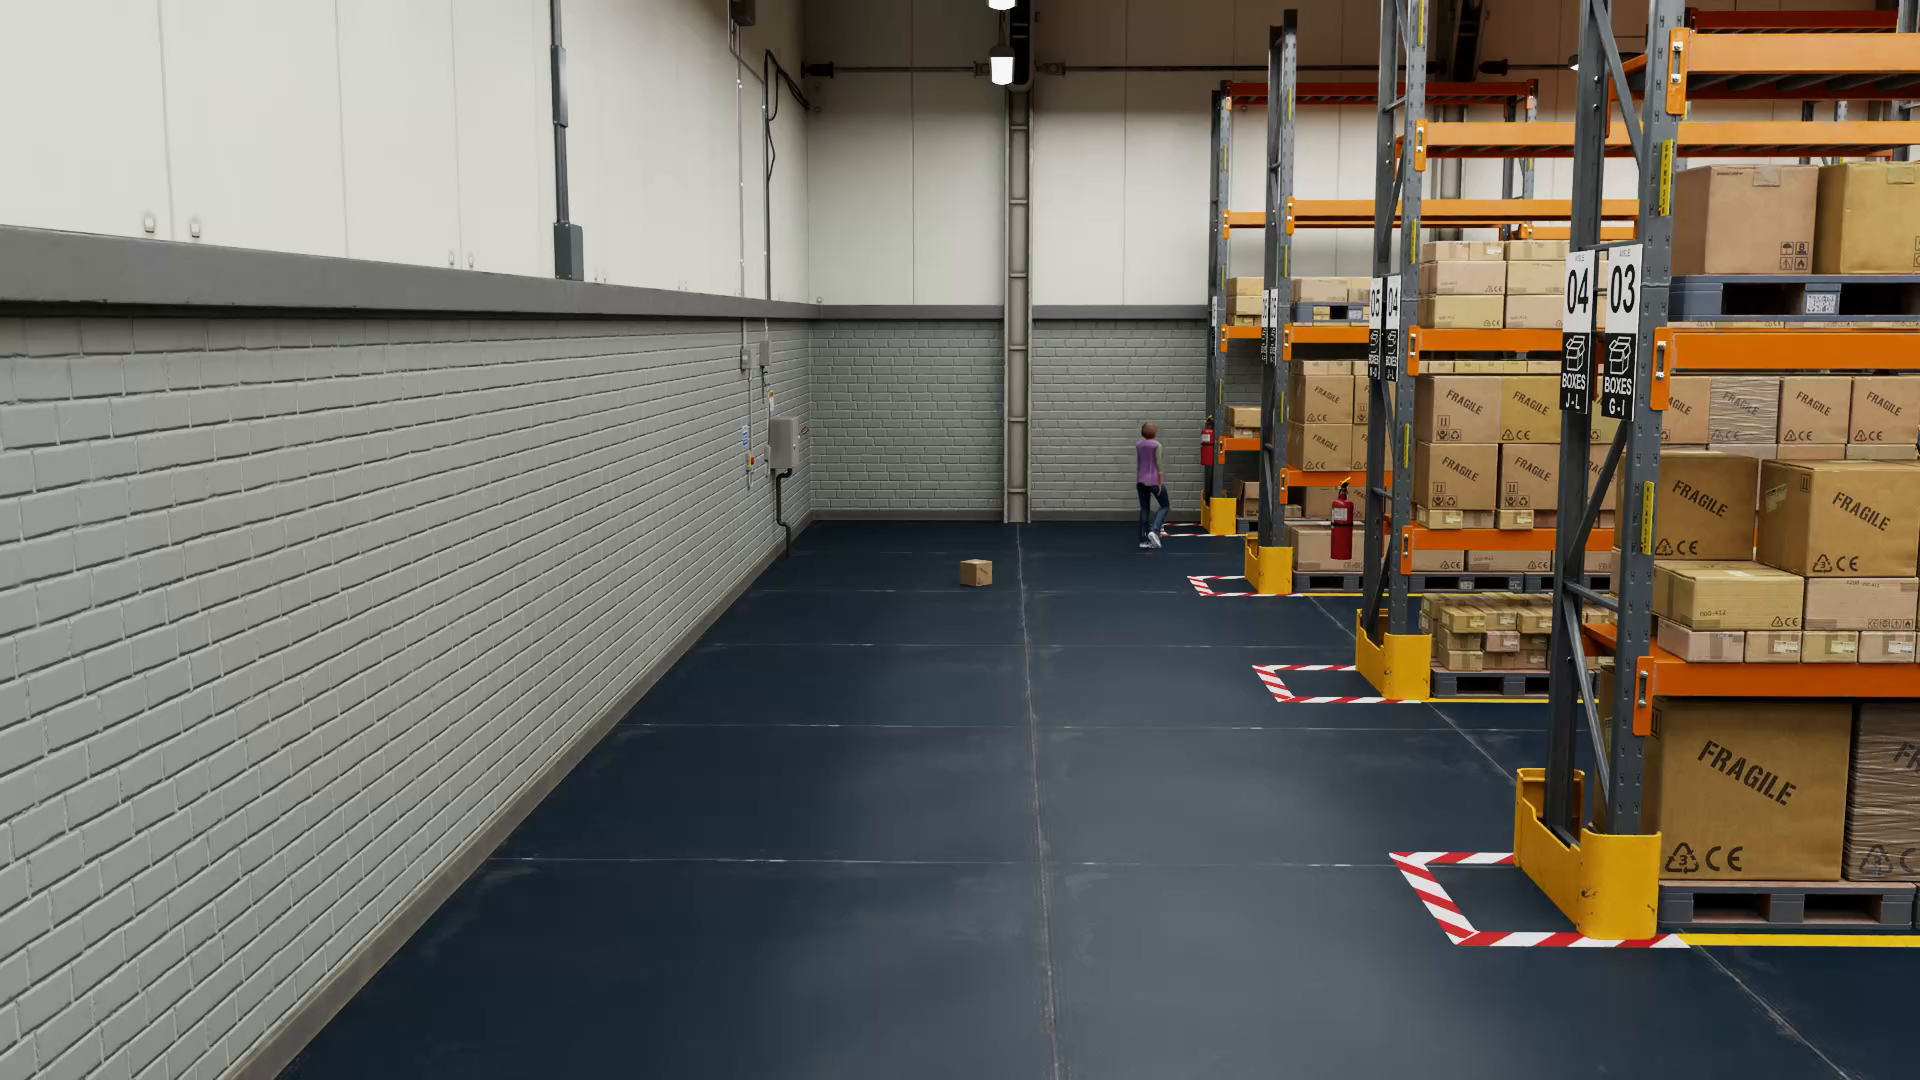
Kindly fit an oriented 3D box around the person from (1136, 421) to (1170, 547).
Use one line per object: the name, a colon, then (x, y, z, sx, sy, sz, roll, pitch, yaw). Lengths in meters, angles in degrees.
person: (2.417, -0.702, 20.996, 0.418, 1.593, 0.408, 5, 9, 36)
